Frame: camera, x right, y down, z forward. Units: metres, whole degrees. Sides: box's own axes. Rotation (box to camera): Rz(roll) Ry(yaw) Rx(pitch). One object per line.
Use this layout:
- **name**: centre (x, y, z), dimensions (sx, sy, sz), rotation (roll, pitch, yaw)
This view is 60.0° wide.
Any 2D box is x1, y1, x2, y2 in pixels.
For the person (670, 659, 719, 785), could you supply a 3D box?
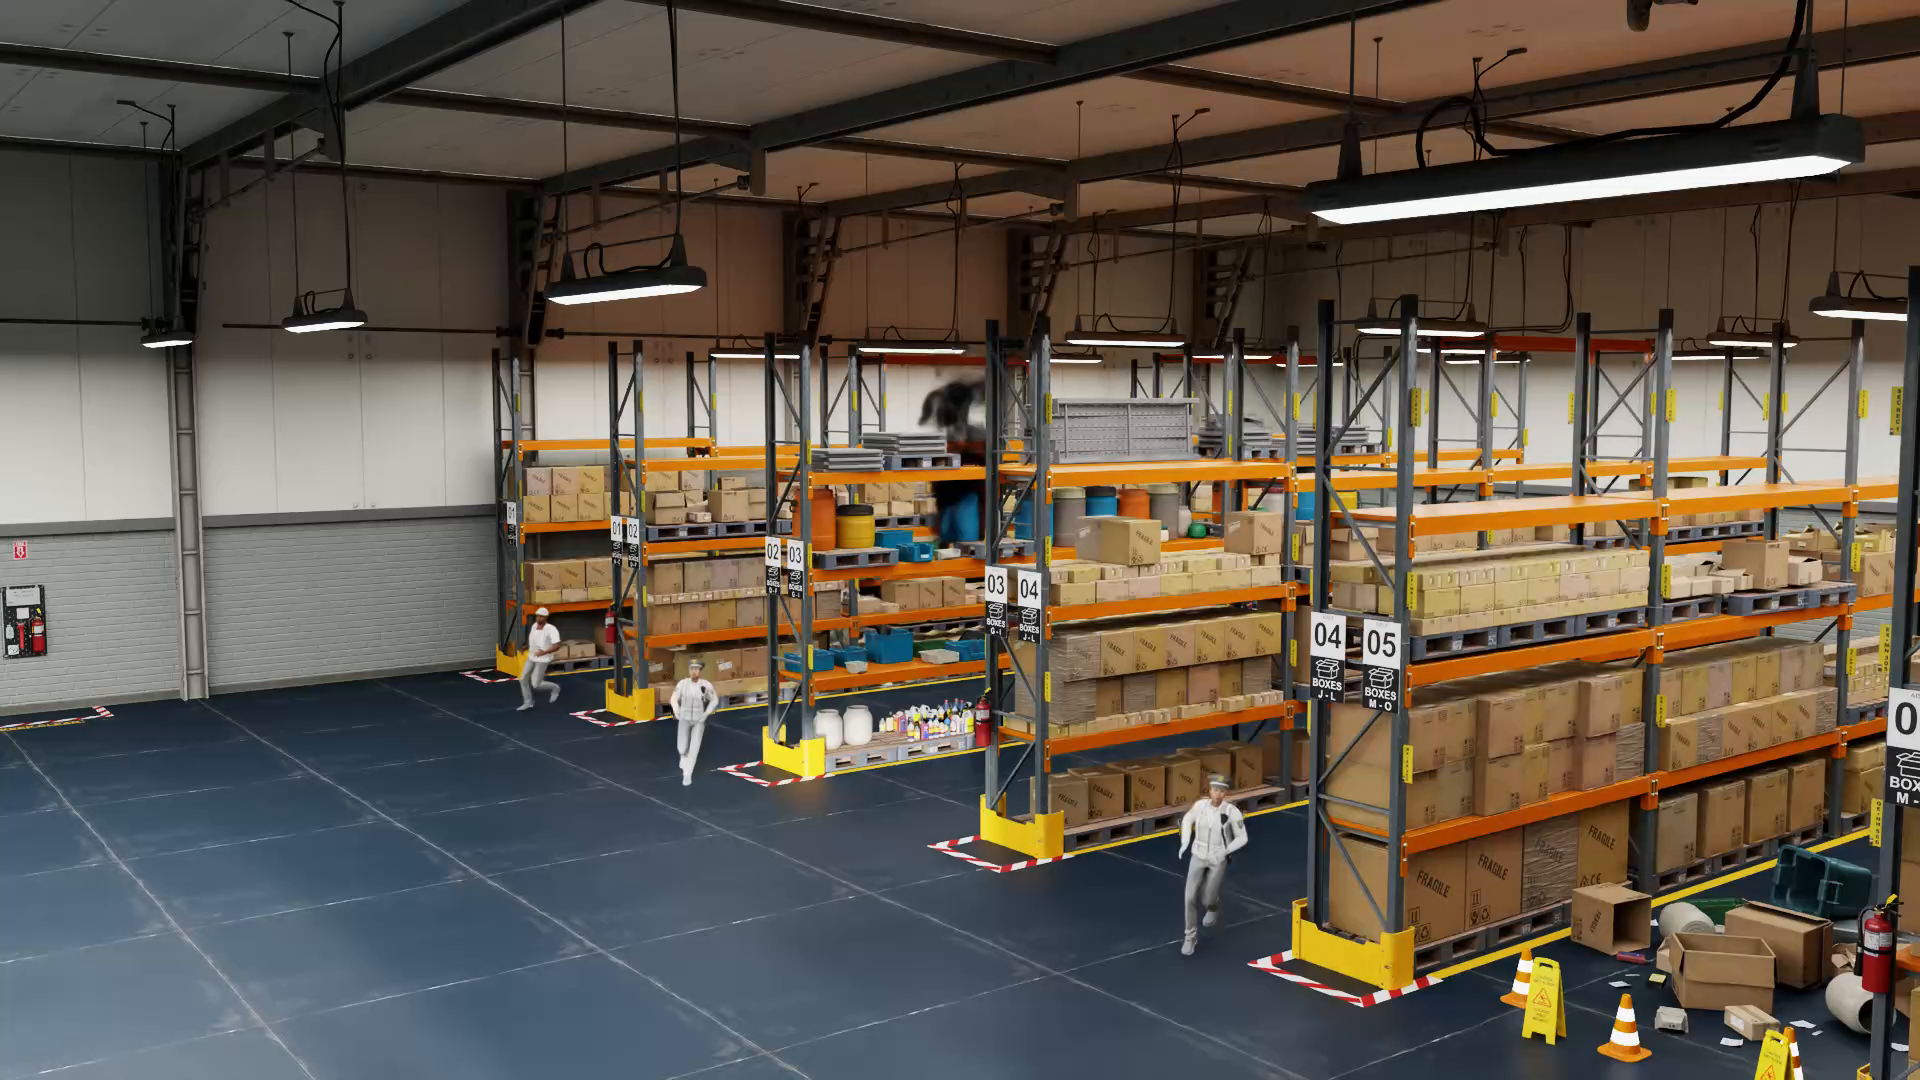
- **person**: centre (-3.551, 2.397, 22.251), dimensions (0.637, 1.665, 0.620), rotation (0, 5, -3)

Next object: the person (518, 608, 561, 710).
- **person**: centre (-6.864, 1.939, 27.294), dimensions (0.721, 1.693, 0.662), rotation (4, 6, 36)

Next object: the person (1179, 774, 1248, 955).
- **person**: centre (2.371, 2.997, 15.567), dimensions (0.658, 1.686, 0.770), rotation (2, 6, 25)

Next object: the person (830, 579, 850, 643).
- **person**: centre (-2.249, 1.480, 31.924), dimensions (0.647, 1.754, 0.642), rotation (5, 7, 42)
